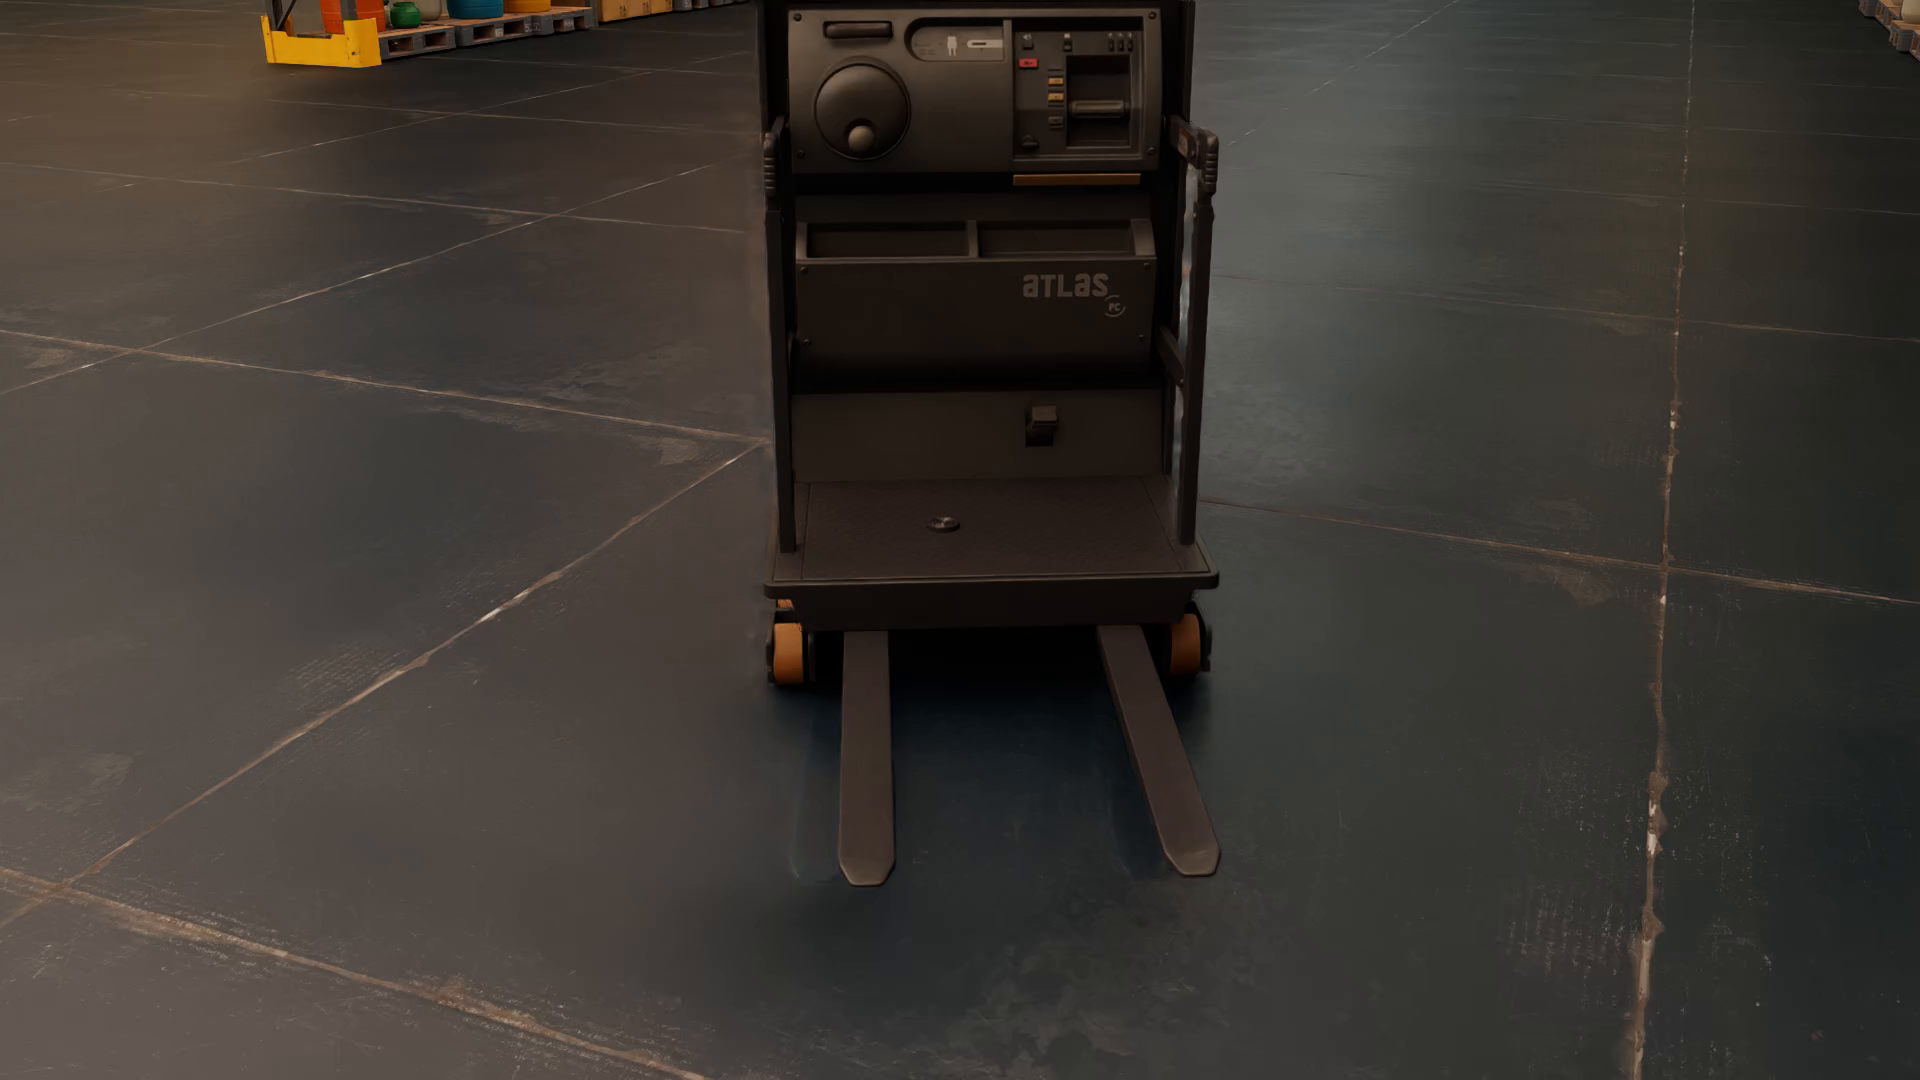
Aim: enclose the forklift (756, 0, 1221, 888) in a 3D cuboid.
[{"bbox_3d":[0.053,-1.110,3.949,1.130,2.935,3.031,-1,23,-3],"label":"forklift"}]
